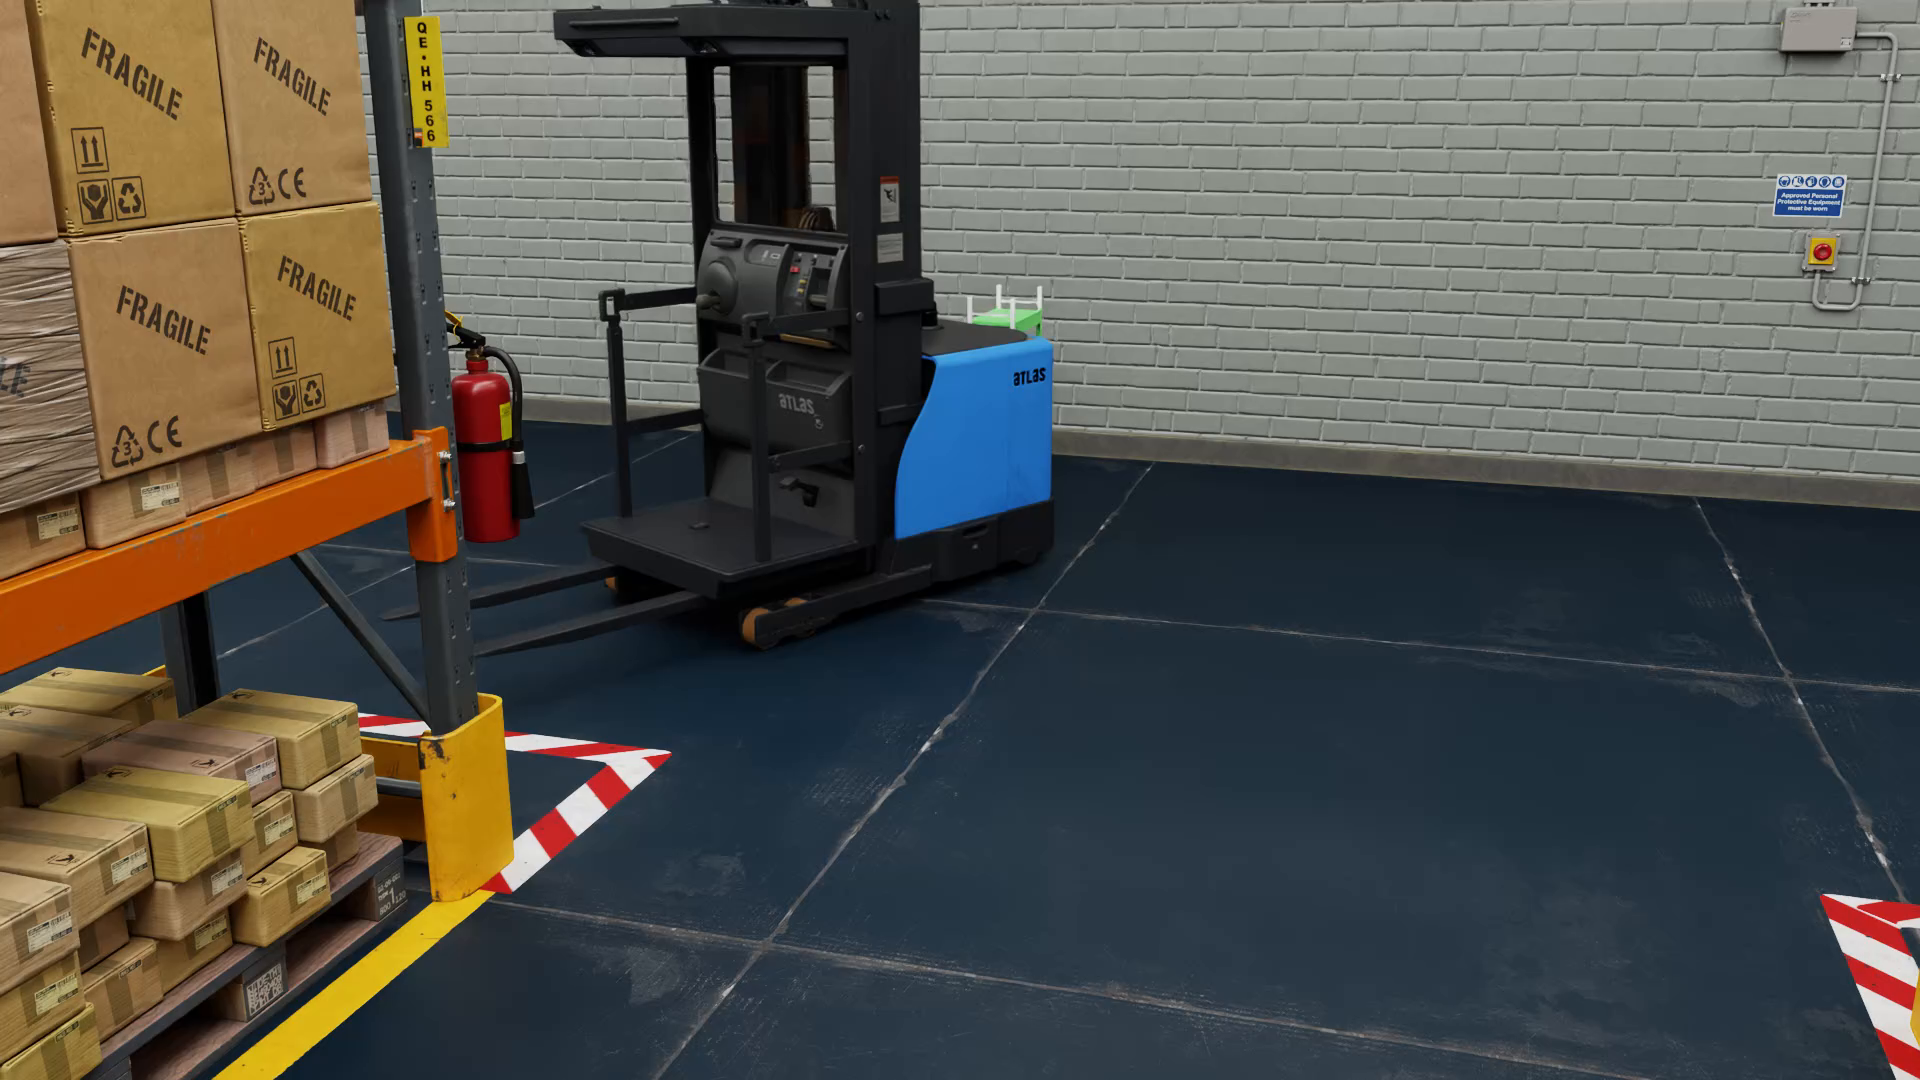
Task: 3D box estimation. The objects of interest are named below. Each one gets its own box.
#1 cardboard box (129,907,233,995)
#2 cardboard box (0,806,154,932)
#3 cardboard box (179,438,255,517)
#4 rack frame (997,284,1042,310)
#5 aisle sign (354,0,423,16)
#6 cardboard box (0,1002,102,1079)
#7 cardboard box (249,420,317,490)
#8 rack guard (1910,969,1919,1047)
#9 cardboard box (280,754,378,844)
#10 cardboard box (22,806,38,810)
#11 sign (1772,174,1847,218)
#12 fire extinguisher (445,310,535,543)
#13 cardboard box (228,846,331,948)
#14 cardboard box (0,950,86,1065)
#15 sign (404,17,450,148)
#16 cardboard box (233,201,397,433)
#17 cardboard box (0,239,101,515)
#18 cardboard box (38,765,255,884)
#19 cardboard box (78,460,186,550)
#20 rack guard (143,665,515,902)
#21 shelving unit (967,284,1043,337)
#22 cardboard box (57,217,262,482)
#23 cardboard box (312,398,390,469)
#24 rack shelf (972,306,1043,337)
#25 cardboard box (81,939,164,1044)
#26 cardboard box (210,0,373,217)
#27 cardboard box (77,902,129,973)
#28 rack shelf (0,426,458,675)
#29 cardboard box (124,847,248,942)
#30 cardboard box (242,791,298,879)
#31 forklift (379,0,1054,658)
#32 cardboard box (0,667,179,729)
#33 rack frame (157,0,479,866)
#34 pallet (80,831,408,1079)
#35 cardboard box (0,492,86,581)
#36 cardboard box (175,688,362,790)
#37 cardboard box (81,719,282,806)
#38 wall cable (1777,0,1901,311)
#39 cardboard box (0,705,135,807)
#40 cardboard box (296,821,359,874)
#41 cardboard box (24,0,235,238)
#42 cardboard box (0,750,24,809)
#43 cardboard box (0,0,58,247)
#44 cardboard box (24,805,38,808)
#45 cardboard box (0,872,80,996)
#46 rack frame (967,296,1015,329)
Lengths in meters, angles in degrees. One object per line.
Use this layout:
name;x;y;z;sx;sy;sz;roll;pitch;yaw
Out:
cardboard box;-1.988;0.939;3.978;0.380;0.149;0.250;5;16;16
cardboard box;-2.025;0.721;3.656;0.380;0.149;0.250;4;16;14
cardboard box;-1.890;-0.165;3.876;0.380;0.149;0.250;4;16;15
rack frame;0.305;-0.730;8.703;0.240;1.200;0.015;5;17;18
aisle sign;-1.597;-1.769;4.304;0.394;0.787;0.004;5;16;16
cardboard box;-2.058;1.076;3.494;0.380;0.149;0.250;4;16;13
cardboard box;-1.833;-0.232;4.111;0.380;0.149;0.250;5;16;16
rack guard;2.876;1.031;3.777;1.175;0.500;0.348;5;16;16
cardboard box;-1.781;0.664;4.400;0.380;0.149;0.250;4;16;14
cardboard box;-2.417;0.759;4.065;0.380;0.149;0.250;5;17;17
sign;4.421;-1.792;8.654;0.327;0.218;0.001;5;16;16
fire extinguisher;-1.391;-0.336;4.841;0.296;0.674;0.183;5;16;16
cardboard box;-1.831;0.876;4.198;0.380;0.149;0.250;5;17;18
cardboard box;-2.062;0.937;3.439;0.380;0.149;0.250;5;17;17
sign;-1.379;-1.183;4.303;0.100;0.325;0.005;5;16;16
cardboard box;-1.786;-0.576;4.135;0.500;0.500;0.500;5;17;17
cardboard box;-2.072;-0.308;3.191;0.500;0.500;0.500;5;16;16
cardboard box;-1.891;0.658;3.877;0.380;0.149;0.250;4;16;15
cardboard box;-1.940;-0.097;3.634;0.380;0.149;0.250;5;17;17
rack guard;-1.927;0.700;4.945;1.175;0.500;0.348;5;16;16
shelving unit;0.229;-0.666;8.480;0.258;1.200;0.503;5;17;18
cardboard box;-1.937;-0.442;3.661;0.500;0.500;0.500;4;16;15
cardboard box;-1.727;-0.294;4.330;0.380;0.149;0.250;5;16;16
rack shelf;0.229;-1.067;8.366;0.258;0.148;0.480;5;17;18
cardboard box;-2.046;1.004;3.747;0.380;0.149;0.250;5;17;16
cardboard box;-1.797;-1.056;3.993;0.500;0.500;0.500;4;16;15
cardboard box;-2.102;0.863;3.701;0.380;0.149;0.250;4;16;15
rack shelf;-2.473;0.347;2.927;1.077;0.370;4.000;5;16;16
cardboard box;-1.927;0.800;3.920;0.380;0.149;0.250;4;16;14
cardboard box;-1.907;0.728;4.174;0.380;0.149;0.250;4;16;15
forklift;-0.953;-1.125;6.924;3.031;2.935;1.130;-15;22;-43
cardboard box;-2.380;0.472;4.534;0.380;0.149;0.250;4;16;13
rack frame;-1.905;-0.522;4.674;1.000;3.000;0.127;5;16;16
pallet;-2.191;1.049;4.245;1.003;0.211;1.213;5;16;16
cardboard box;-2.043;-0.030;3.399;0.380;0.149;0.250;4;16;13
cardboard box;-1.813;0.519;4.367;0.380;0.149;0.250;5;17;17
cardboard box;-1.939;0.580;4.151;0.380;0.149;0.250;5;17;17
wall cable;4.450;-2.146;8.478;0.585;1.953;0.123;5;16;16
cardboard box;-2.343;0.553;4.247;0.380;0.149;0.250;5;17;17
cardboard box;-1.855;0.801;4.463;0.380;0.149;0.250;5;17;17
cardboard box;-1.941;-0.923;3.526;0.500;0.500;0.500;4;16;14
cardboard box;-2.537;0.609;4.050;0.380;0.149;0.250;5;16;16
cardboard box;-2.080;-0.786;3.044;0.500;0.500;0.500;6;17;19
cardboard box;-2.432;0.688;4.315;0.380;0.149;0.250;5;16;16
cardboard box;-2.048;0.795;3.393;0.380;0.149;0.250;5;17;18
rack frame;0.153;-0.603;8.257;0.240;1.200;0.015;5;17;18
